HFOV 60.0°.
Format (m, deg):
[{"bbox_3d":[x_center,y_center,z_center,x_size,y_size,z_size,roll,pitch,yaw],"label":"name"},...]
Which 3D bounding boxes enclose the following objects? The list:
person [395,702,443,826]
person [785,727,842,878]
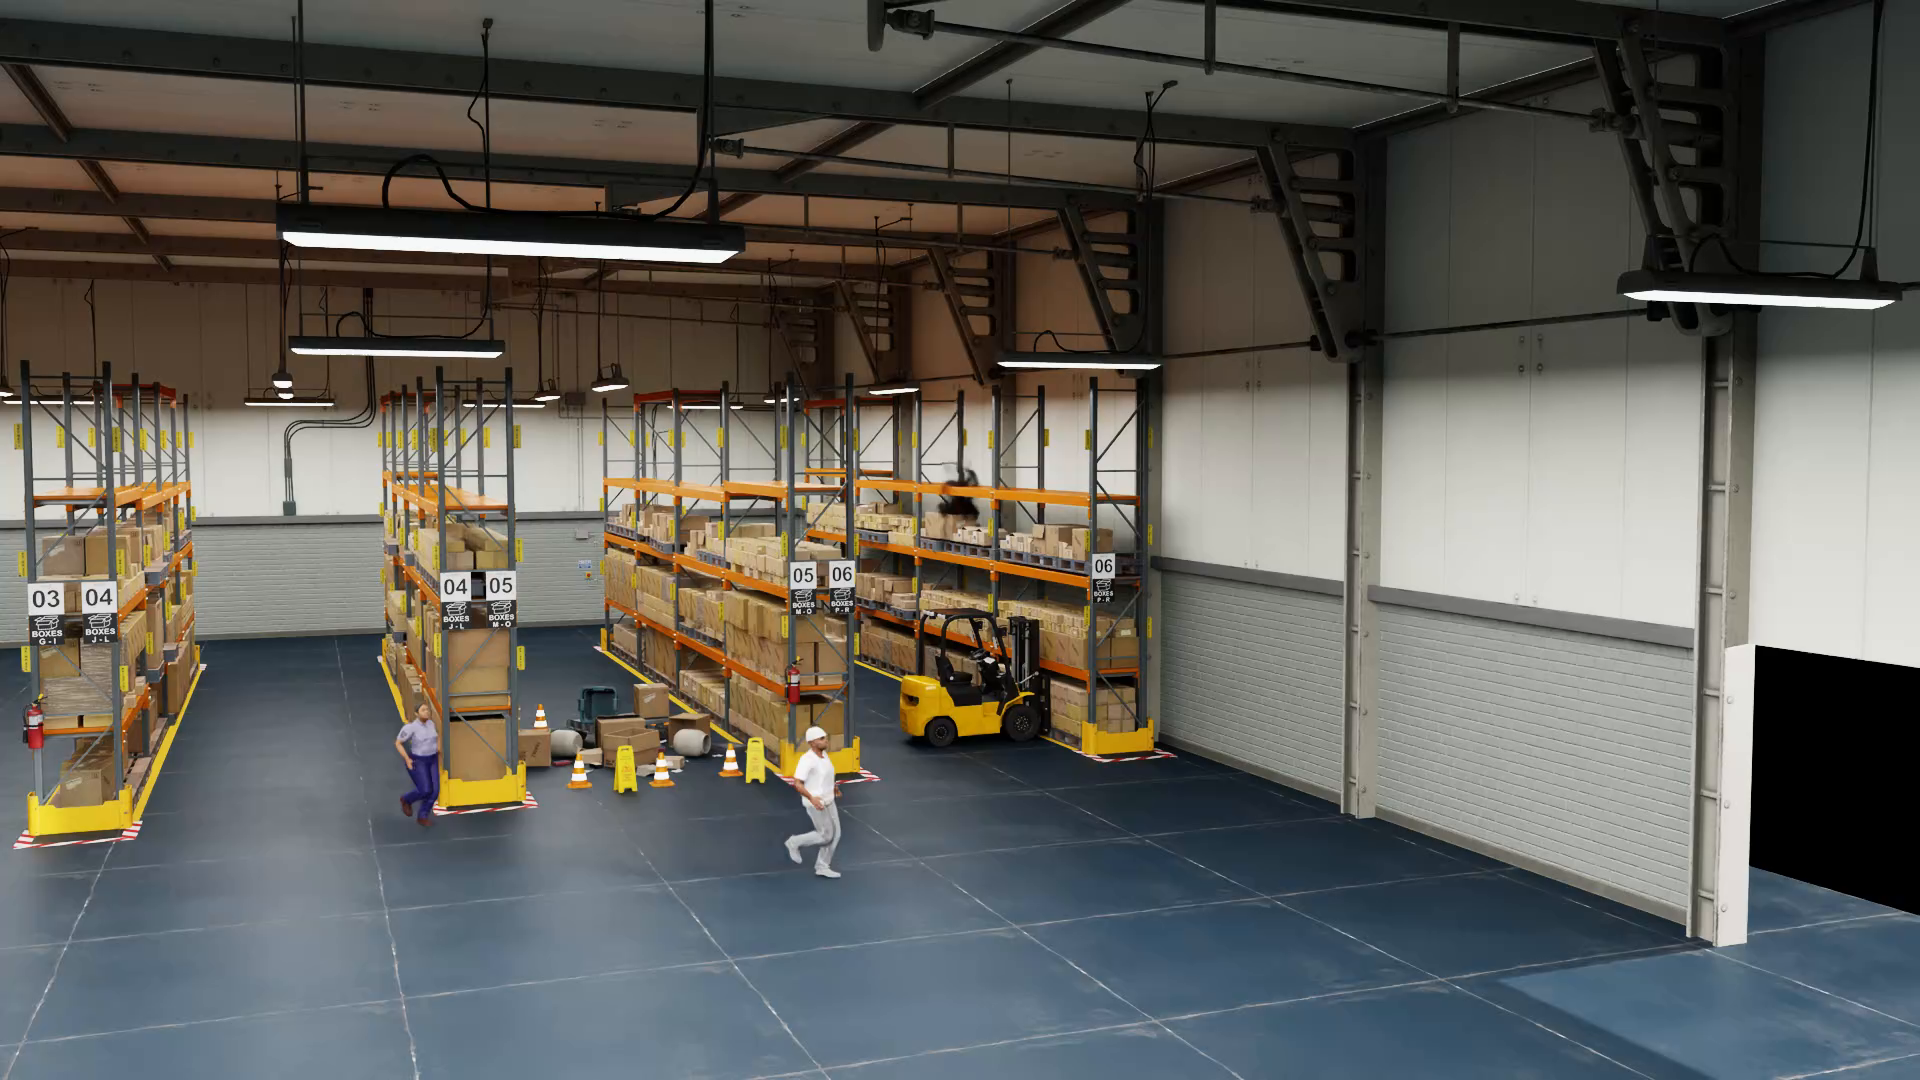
[{"bbox_3d":[-6.982,2.913,21.615,0.548,1.609,0.609,2,4,34],"label":"person"},{"bbox_3d":[-1.665,3.002,19.098,0.650,1.727,0.707,1,4,20],"label":"person"}]
